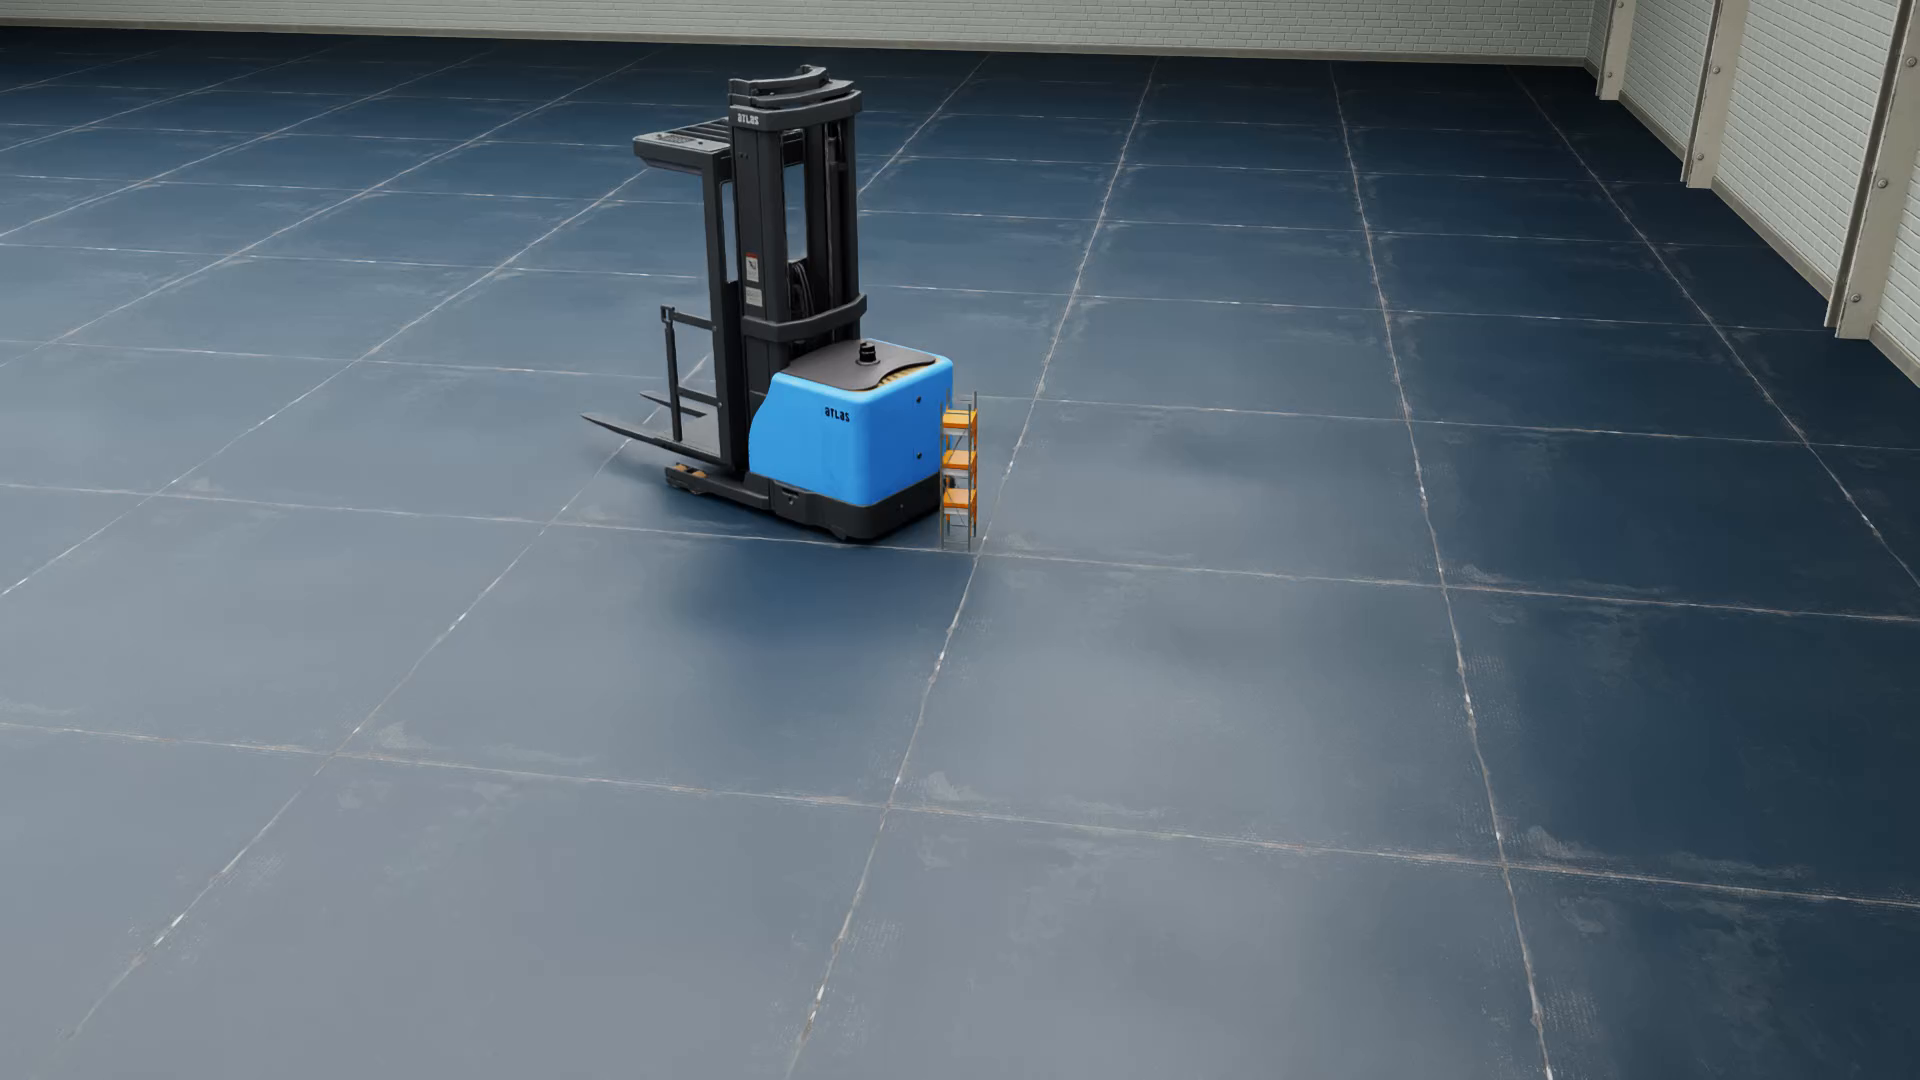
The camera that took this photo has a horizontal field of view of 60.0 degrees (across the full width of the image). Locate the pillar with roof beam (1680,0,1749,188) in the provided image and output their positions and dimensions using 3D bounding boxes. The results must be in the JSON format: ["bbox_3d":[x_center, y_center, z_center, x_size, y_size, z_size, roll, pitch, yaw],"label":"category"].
[{"bbox_3d":[4.929,-8.802,19.441,9.100,9.000,0.400,4,25,9],"label":"pillar with roof beam"}]

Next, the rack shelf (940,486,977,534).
[{"bbox_3d":[-0.009,-0.192,11.102,0.215,0.259,0.240,4,25,9],"label":"rack shelf"}]

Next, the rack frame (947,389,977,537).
[{"bbox_3d":[0.011,-0.504,11.089,0.200,1.050,0.008,4,25,9],"label":"rack frame"}]

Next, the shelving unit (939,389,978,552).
[{"bbox_3d":[-0.009,-0.453,10.980,0.215,1.050,0.252,4,25,9],"label":"shelving unit"}]

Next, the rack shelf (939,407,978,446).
[{"bbox_3d":[-0.009,-0.701,10.864,0.215,0.259,0.240,4,25,9],"label":"rack shelf"}]

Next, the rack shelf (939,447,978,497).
[{"bbox_3d":[-0.009,-0.444,10.984,0.215,0.259,0.240,4,25,9],"label":"rack shelf"}]

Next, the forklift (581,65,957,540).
[{"bbox_3d":[-1.505,-1.811,11.662,3.031,2.935,1.130,18,30,33],"label":"forklift"}]

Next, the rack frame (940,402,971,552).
[{"bbox_3d":[-0.029,-0.402,10.871,0.200,1.050,0.008,4,25,9],"label":"rack frame"}]

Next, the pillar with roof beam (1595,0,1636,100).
[{"bbox_3d":[5.910,-11.312,24.802,9.100,9.000,0.400,4,25,9],"label":"pillar with roof beam"}]

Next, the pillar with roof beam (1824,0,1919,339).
[{"bbox_3d":[3.949,-6.293,14.080,9.100,9.000,0.400,4,25,9],"label":"pillar with roof beam"}]
